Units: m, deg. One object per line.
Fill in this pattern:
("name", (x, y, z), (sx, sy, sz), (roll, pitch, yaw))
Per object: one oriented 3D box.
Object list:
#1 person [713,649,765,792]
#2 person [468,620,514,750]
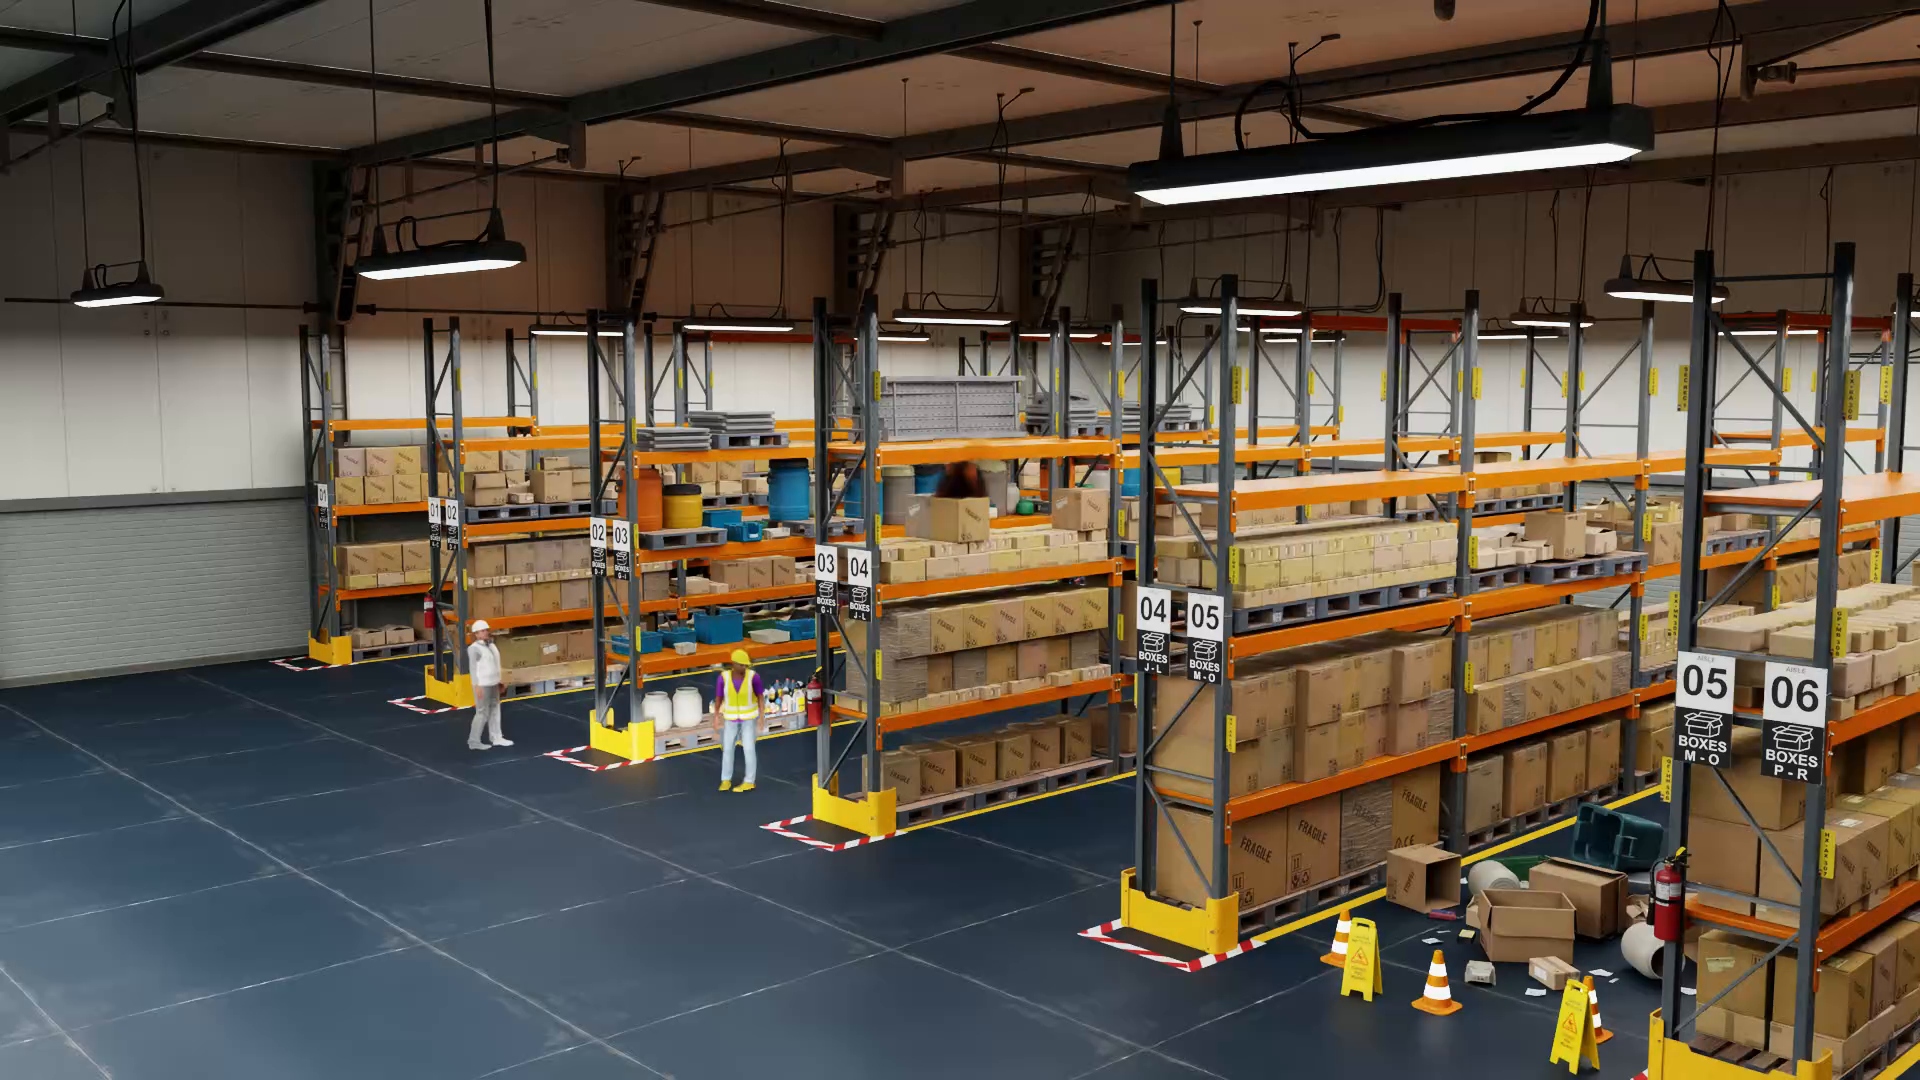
("person", (-2.729, 2.215, 20.516), (0.656, 1.775, 0.408), (0, 6, 4))
("person", (-6.470, 1.988, 22.902), (0.531, 1.777, 0.546), (0, 6, 4))
